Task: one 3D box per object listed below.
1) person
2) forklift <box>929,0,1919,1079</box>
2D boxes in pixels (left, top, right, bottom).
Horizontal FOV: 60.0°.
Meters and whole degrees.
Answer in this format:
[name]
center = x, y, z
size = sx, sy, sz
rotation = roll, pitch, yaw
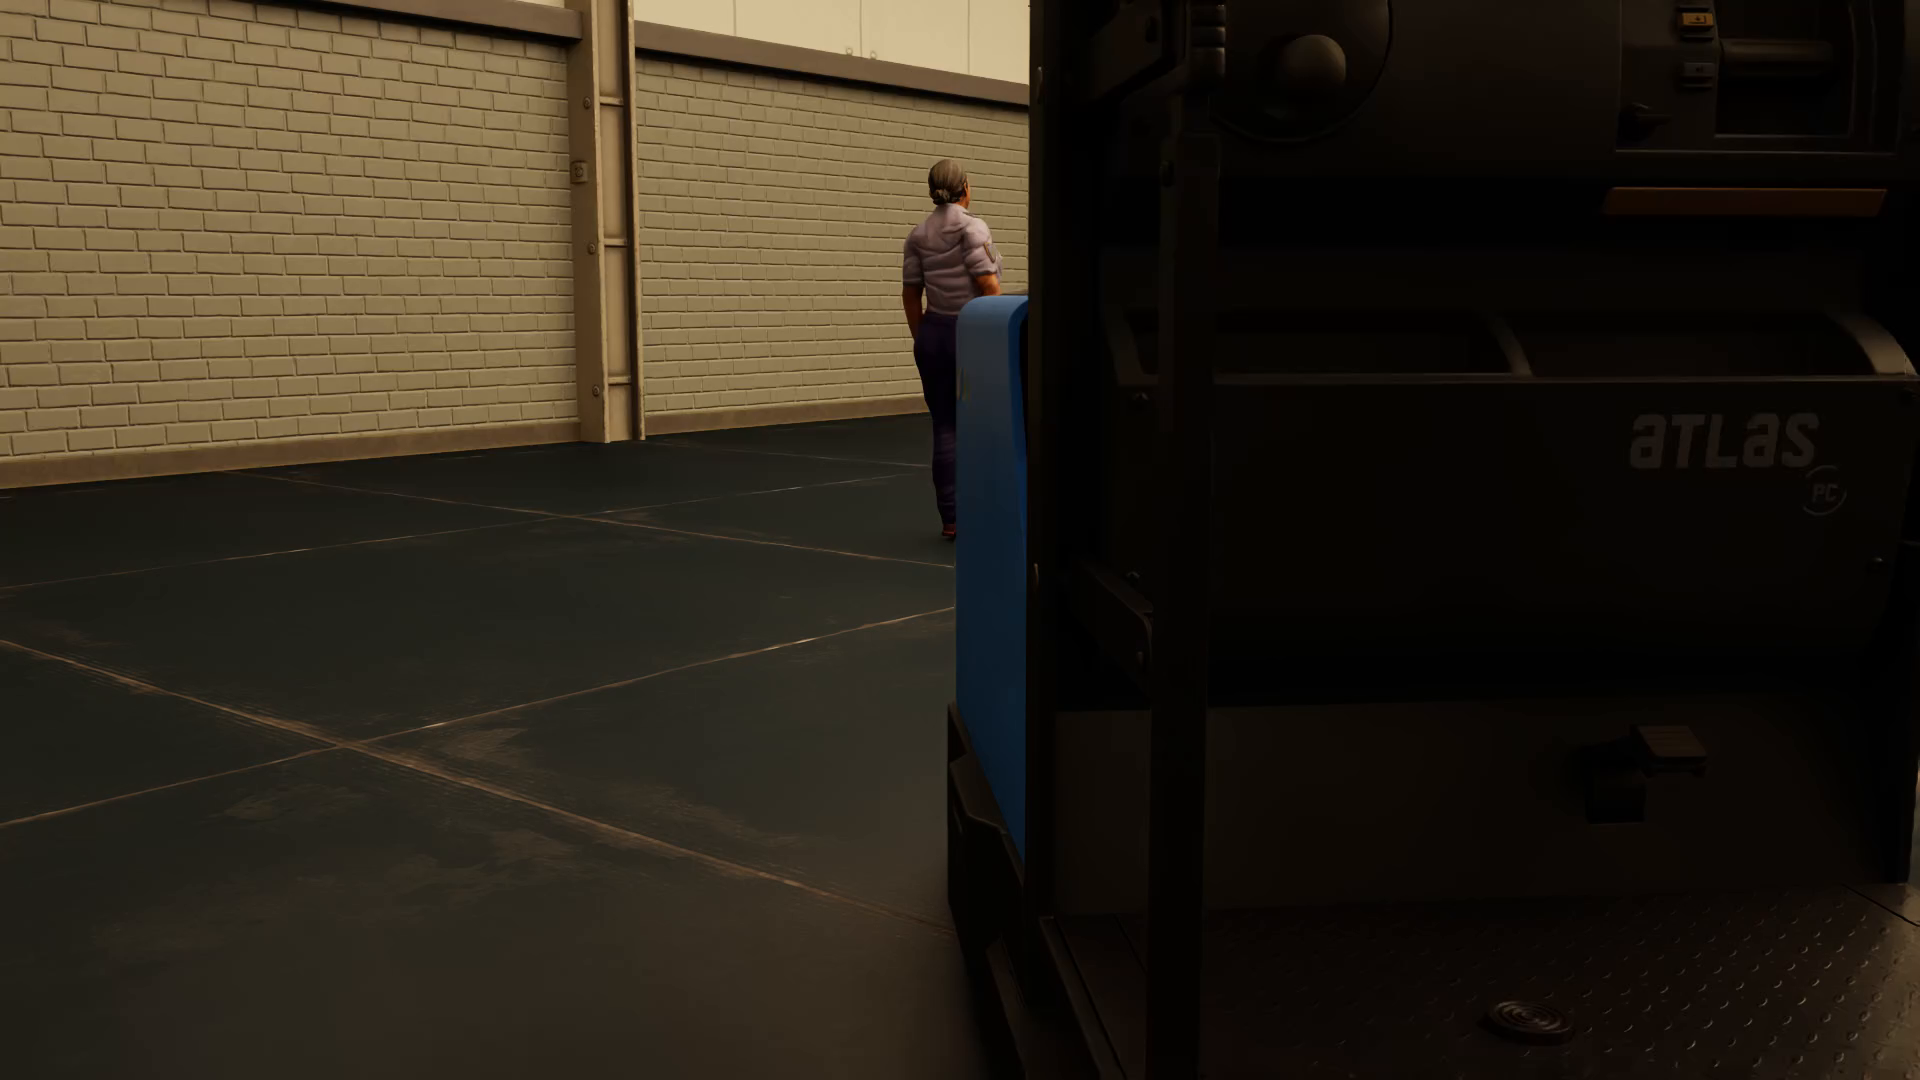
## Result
[person]
center = 0.075, -0.831, 7.339
size = 0.597, 1.651, 0.502
rotation = 7, 11, 38
[forklift]
center = 0.612, -0.686, 1.971
size = 1.130, 2.935, 3.031
rotation = -1, 8, -6
